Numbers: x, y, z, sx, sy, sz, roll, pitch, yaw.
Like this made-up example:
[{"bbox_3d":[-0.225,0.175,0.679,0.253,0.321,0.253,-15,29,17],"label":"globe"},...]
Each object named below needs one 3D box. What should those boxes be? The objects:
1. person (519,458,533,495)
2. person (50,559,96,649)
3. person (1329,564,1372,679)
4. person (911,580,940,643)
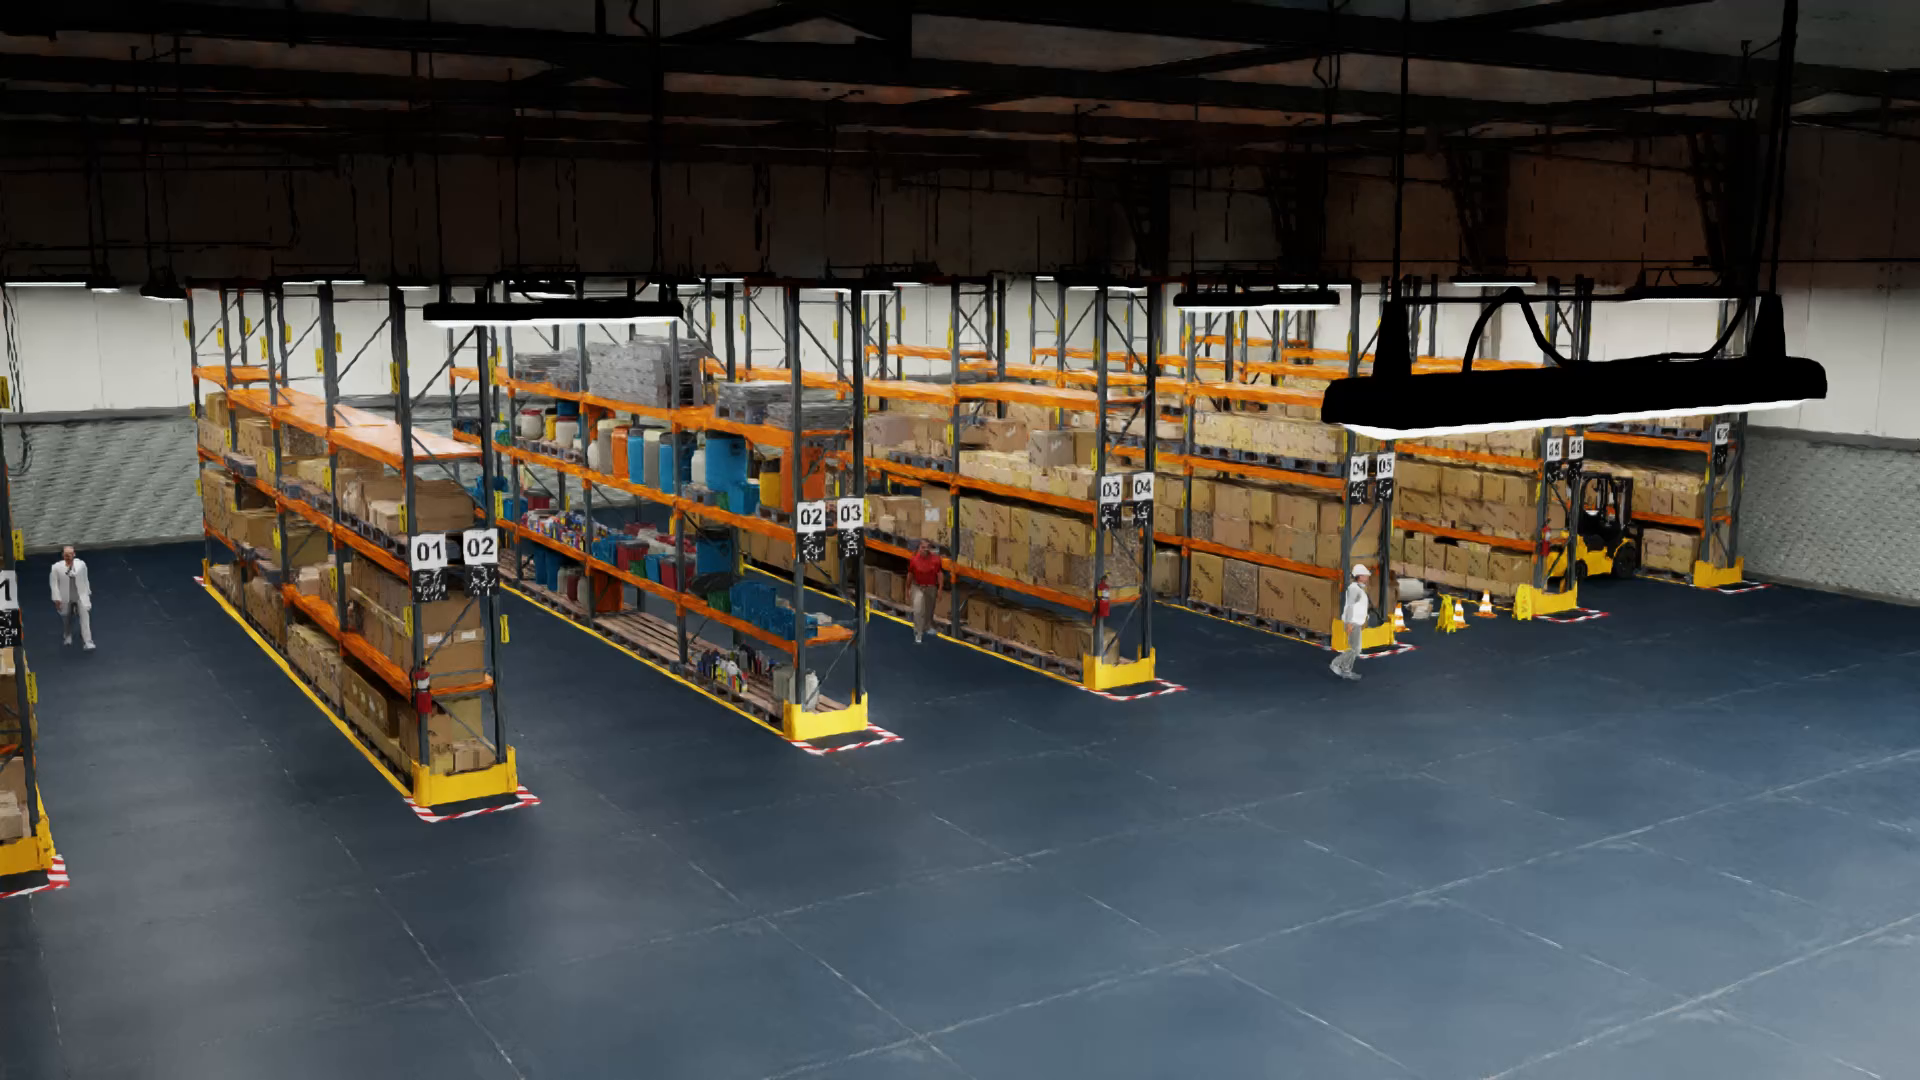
[{"bbox_3d":[-10.760,-1.301,40.763,0.442,1.667,0.645,2,10,12],"label":"person"},{"bbox_3d":[-14.552,1.021,27.265,0.601,1.505,1.185,-6,11,-33],"label":"person"},{"bbox_3d":[5.939,1.248,25.310,0.559,1.765,0.515,4,10,20],"label":"person"},{"bbox_3d":[-0.541,1.124,26.702,0.536,0.957,0.972,-2,10,-11],"label":"person"}]
